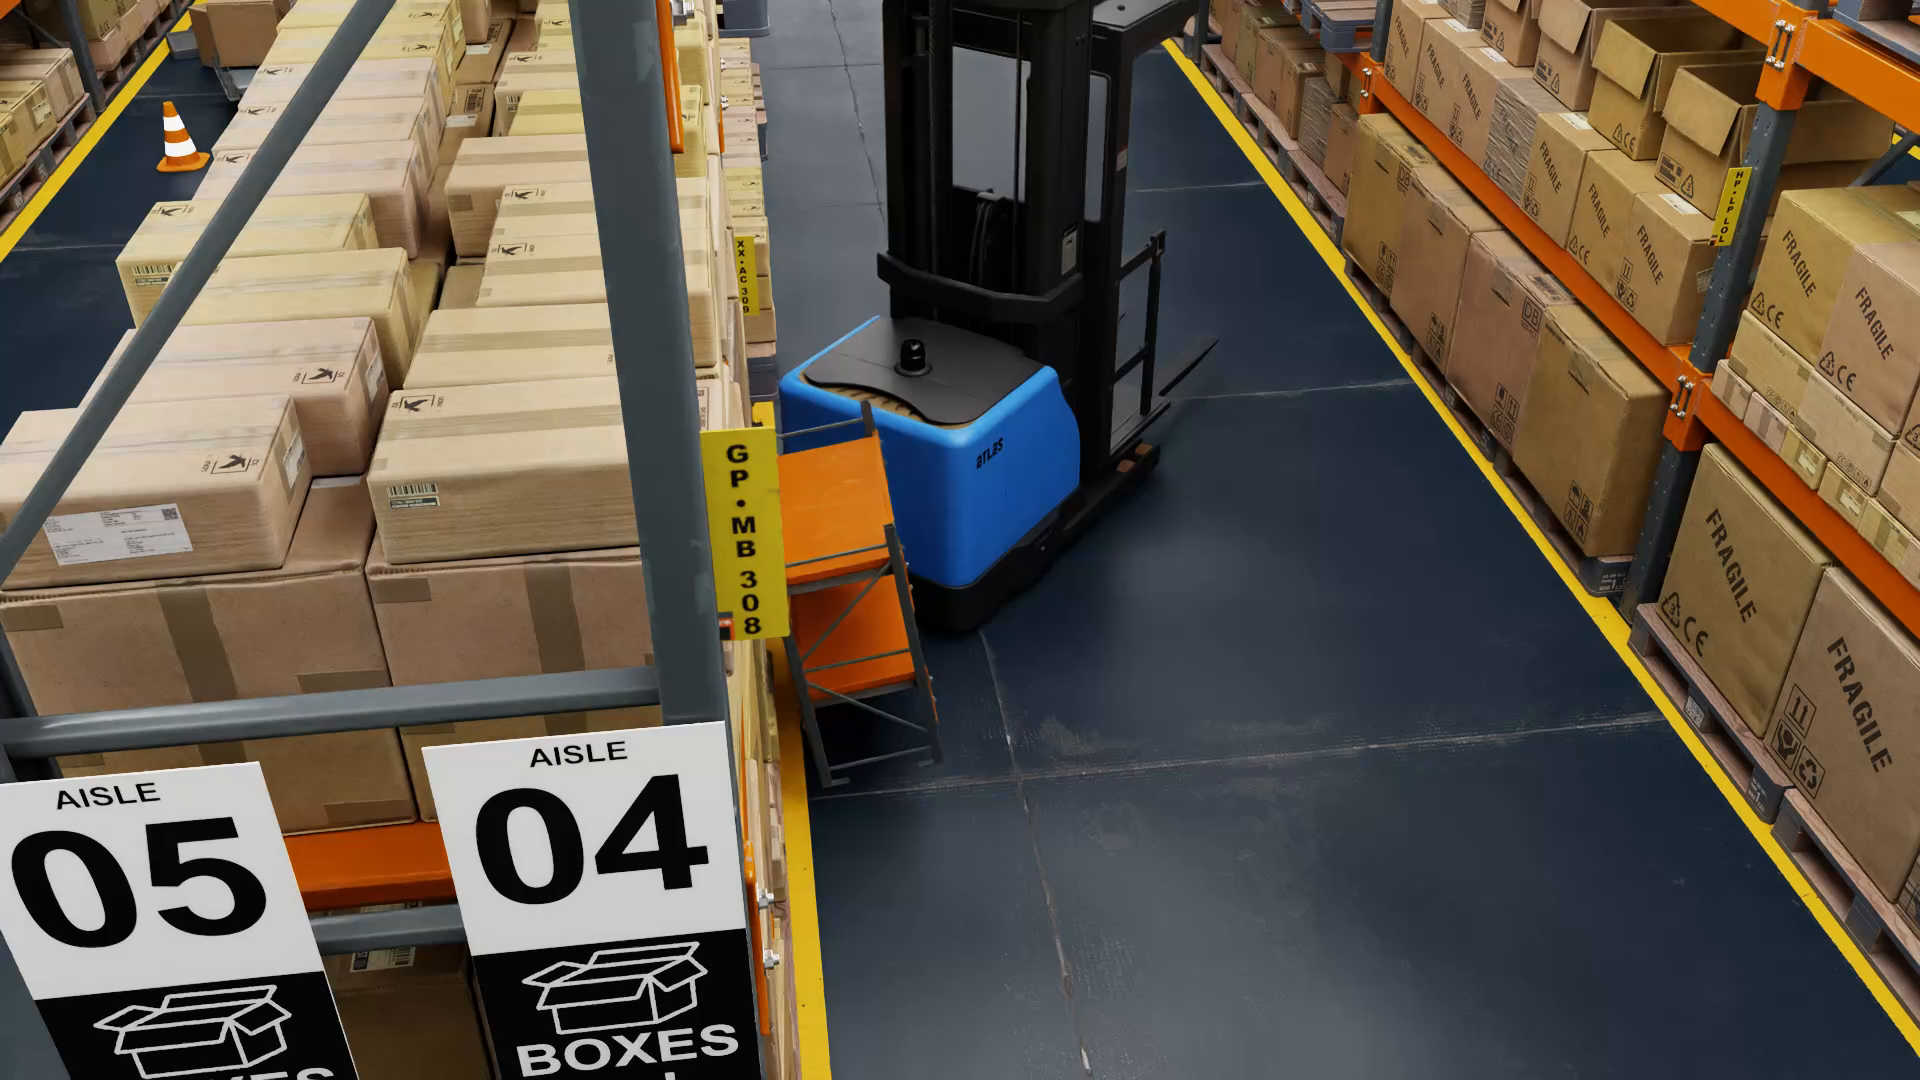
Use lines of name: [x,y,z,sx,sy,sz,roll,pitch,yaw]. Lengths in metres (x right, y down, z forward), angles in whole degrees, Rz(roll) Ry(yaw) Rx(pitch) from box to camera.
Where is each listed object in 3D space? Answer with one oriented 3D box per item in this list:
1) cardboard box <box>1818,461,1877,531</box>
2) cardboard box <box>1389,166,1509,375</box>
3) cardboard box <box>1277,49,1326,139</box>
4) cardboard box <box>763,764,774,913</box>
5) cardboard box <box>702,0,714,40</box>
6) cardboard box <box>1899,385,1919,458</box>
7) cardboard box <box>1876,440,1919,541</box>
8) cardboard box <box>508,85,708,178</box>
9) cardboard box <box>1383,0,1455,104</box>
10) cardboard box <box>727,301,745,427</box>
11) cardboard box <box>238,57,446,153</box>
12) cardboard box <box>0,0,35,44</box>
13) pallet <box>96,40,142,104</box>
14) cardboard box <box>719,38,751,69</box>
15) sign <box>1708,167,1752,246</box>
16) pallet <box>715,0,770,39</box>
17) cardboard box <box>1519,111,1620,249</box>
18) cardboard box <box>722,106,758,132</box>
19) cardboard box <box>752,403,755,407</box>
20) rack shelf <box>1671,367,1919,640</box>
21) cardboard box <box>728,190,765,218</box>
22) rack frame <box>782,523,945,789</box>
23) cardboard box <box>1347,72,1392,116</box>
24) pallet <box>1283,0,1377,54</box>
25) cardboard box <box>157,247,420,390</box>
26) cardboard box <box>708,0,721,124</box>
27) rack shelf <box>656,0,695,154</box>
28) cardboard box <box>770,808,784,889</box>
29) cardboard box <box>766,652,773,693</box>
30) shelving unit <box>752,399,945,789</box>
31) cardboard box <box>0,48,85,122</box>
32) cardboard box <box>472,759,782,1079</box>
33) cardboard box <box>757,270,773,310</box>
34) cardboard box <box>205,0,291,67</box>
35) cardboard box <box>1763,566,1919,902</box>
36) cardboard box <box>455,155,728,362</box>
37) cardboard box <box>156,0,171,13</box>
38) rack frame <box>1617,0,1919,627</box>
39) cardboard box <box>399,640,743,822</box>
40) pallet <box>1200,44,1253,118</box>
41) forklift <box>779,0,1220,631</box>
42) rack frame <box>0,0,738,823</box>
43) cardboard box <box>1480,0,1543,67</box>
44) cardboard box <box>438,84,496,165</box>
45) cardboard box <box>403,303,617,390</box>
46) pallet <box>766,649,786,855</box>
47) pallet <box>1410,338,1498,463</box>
cardboard box: [3.392,-0.177,6.070,0.380,0.149,0.250,-5,35,-8]
cardboard box: [3.220,-1.555,9.382,1.225,0.875,0.875,-4,35,-6]
cardboard box: [2.755,-3.289,12.242,0.700,0.500,0.500,-2,34,-2]
cardboard box: [-0.754,0.633,4.305,0.500,0.500,0.500,-4,34,-6]
cardboard box: [-1.041,-1.738,5.163,0.500,0.250,0.500,-6,35,-9]
cardboard box: [3.518,-0.431,5.421,0.500,0.500,0.500,-5,35,-8]
cardboard box: [3.514,-0.124,5.638,0.500,0.250,0.500,-4,34,-5]
cardboard box: [-0.728,-0.834,3.481,0.380,0.149,0.250,-3,34,-5]
cardboard box: [2.831,-2.893,9.743,0.500,0.500,0.500,-3,34,-5]
cardboard box: [-0.894,-0.353,4.864,0.500,0.500,0.500,-4,34,-5]
cardboard box: [-1.338,-0.933,3.627,0.380,0.149,0.250,-5,35,-8]
cardboard box: [-7.668,-4.282,13.273,0.500,0.500,0.500,-5,35,-7]
pallet: [-7.448,-3.845,13.705,1.003,0.211,1.213,-4,35,-6]
cardboard box: [-1.266,-2.466,8.527,0.380,0.149,0.250,-3,34,-5]
sign: [3.037,-1.311,6.552,0.100,0.325,0.005,-4,35,-6]
pallet: [-1.332,-2.107,6.181,1.213,0.211,1.003,-4,35,-6]
cardboard box: [3.103,-1.761,8.082,0.500,0.500,0.500,-5,35,-7]
cardboard box: [-1.127,-1.884,7.673,0.380,0.149,0.250,-3,34,-5]
cardboard box: [-1.392,-1.034,8.950,0.500,0.500,0.500,-6,35,-9]
rack shelf: [3.843,0.502,5.489,1.077,0.370,4.000,-4,35,-6]
cardboard box: [-0.996,-1.318,6.842,0.380,0.149,0.250,-3,34,-5]
rack frame: [-0.394,0.463,6.351,0.500,1.125,0.032,-12,32,-2]
cardboard box: [2.916,-2.974,11.114,0.500,0.250,0.500,-3,34,-4]
pallet: [2.834,-3.454,10.825,1.213,0.211,1.003,-4,35,-6]
cardboard box: [-1.124,-0.361,2.787,0.380,0.149,0.250,-5,35,-8]
cardboard box: [-1.021,-1.517,5.281,0.500,0.250,0.500,-4,34,-5]
rack shelf: [-1.086,-1.657,3.332,1.077,0.370,4.000,-4,35,-6]
cardboard box: [-0.801,1.067,5.651,0.380,0.149,0.250,-6,35,-8]
cardboard box: [-0.965,0.605,6.857,0.380,0.149,0.250,-4,34,-6]
shelving unit: [-0.463,0.202,6.781,0.538,1.125,1.048,-12,32,-2]
cardboard box: [-7.249,-3.421,12.566,0.950,0.372,0.625,-4,34,-6]
cardboard box: [-0.614,0.792,3.184,0.500,0.500,0.500,-5,35,-7]
cardboard box: [-0.952,-1.040,6.698,0.380,0.149,0.250,-4,34,-6]
cardboard box: [-5.562,-4.057,13.087,0.500,0.500,0.500,-4,35,-6]
cardboard box: [3.704,0.669,6.118,0.875,0.875,0.875,-4,35,-6]
cardboard box: [-0.746,-0.583,3.468,0.500,0.250,0.500,-4,34,-6]
cardboard box: [-7.347,-4.883,14.820,0.500,0.250,0.500,-6,35,-8]
rack frame: [3.574,-0.912,6.924,1.000,3.000,0.127,-4,35,-6]
cardboard box: [-0.624,0.192,2.774,0.500,0.250,0.500,-3,34,-5]
pallet: [2.604,-3.789,13.623,1.003,0.211,1.213,-4,35,-6]
forklift: [0.395,-1.591,7.982,1.130,2.935,3.031,20,39,27]
rack frame: [-0.817,-0.839,1.491,1.000,3.000,0.127,-4,35,-6]
cardboard box: [3.203,-2.827,8.755,0.797,0.503,0.637,-4,34,-5]
cardboard box: [-1.324,-0.836,3.839,0.500,0.250,0.500,-6,35,-8]
cardboard box: [-0.651,-0.251,2.626,0.380,0.149,0.250,-3,34,-4]
pallet: [-1.229,0.932,6.695,1.003,0.211,1.213,-4,35,-6]
pallet: [3.228,-0.867,9.334,1.003,0.211,1.213,-4,35,-6]
